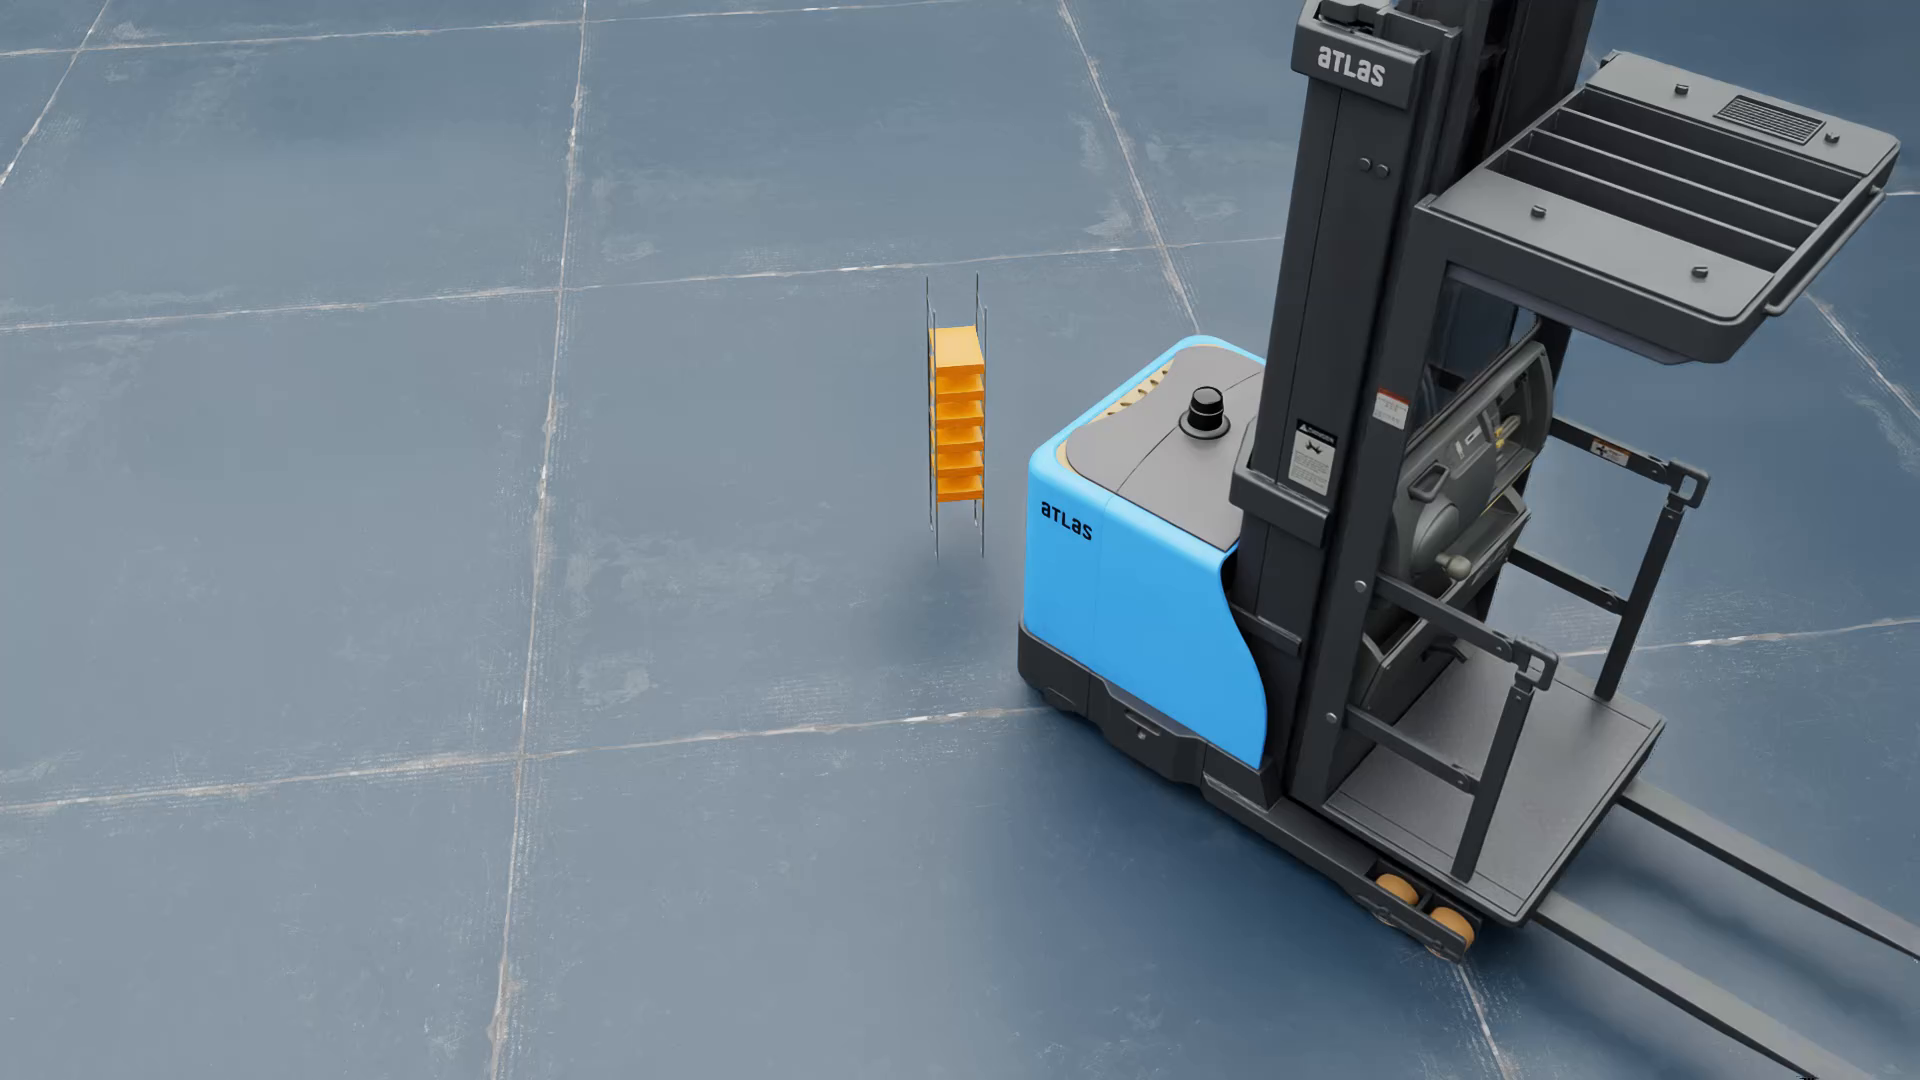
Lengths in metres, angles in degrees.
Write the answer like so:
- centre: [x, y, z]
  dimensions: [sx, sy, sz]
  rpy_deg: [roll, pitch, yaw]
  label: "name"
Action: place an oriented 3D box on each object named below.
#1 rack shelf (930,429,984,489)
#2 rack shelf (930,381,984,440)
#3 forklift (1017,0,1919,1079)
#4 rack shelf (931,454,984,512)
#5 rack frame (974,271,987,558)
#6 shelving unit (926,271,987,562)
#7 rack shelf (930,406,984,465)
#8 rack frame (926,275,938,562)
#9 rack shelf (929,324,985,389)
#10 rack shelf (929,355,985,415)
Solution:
- centre: [-0.014, -0.322, 6.457]
  dimensions: [0.180, 0.103, 0.258]
  rpy_deg: [-5, 42, -6]
  label: "rack shelf"
- centre: [-0.014, -0.500, 6.296]
  dimensions: [0.180, 0.103, 0.258]
  rpy_deg: [-5, 42, -6]
  label: "rack shelf"
- centre: [1.654, -0.162, 4.742]
  dimensions: [3.031, 2.935, 1.130]
  rpy_deg: [30, 50, 29]
  label: "forklift"
- centre: [-0.014, -0.233, 6.537]
  dimensions: [0.180, 0.103, 0.258]
  rpy_deg: [-5, 42, -6]
  label: "rack shelf"
- centre: [0.076, -0.452, 6.356]
  dimensions: [0.006, 1.200, 0.240]
  rpy_deg: [-5, 42, -6]
  label: "rack frame"
- centre: [-0.014, -0.444, 6.347]
  dimensions: [0.189, 1.200, 0.258]
  rpy_deg: [-5, 42, -6]
  label: "shelving unit"
- centre: [-0.014, -0.411, 6.376]
  dimensions: [0.180, 0.103, 0.258]
  rpy_deg: [-5, 42, -6]
  label: "rack shelf"
- centre: [-0.105, -0.436, 6.338]
  dimensions: [0.006, 1.200, 0.240]
  rpy_deg: [-5, 42, -6]
  label: "rack frame"
- centre: [-0.014, -0.679, 6.135]
  dimensions: [0.180, 0.103, 0.258]
  rpy_deg: [-5, 42, -6]
  label: "rack shelf"
- centre: [-0.014, -0.589, 6.216]
  dimensions: [0.180, 0.103, 0.258]
  rpy_deg: [-5, 42, -6]
  label: "rack shelf"
